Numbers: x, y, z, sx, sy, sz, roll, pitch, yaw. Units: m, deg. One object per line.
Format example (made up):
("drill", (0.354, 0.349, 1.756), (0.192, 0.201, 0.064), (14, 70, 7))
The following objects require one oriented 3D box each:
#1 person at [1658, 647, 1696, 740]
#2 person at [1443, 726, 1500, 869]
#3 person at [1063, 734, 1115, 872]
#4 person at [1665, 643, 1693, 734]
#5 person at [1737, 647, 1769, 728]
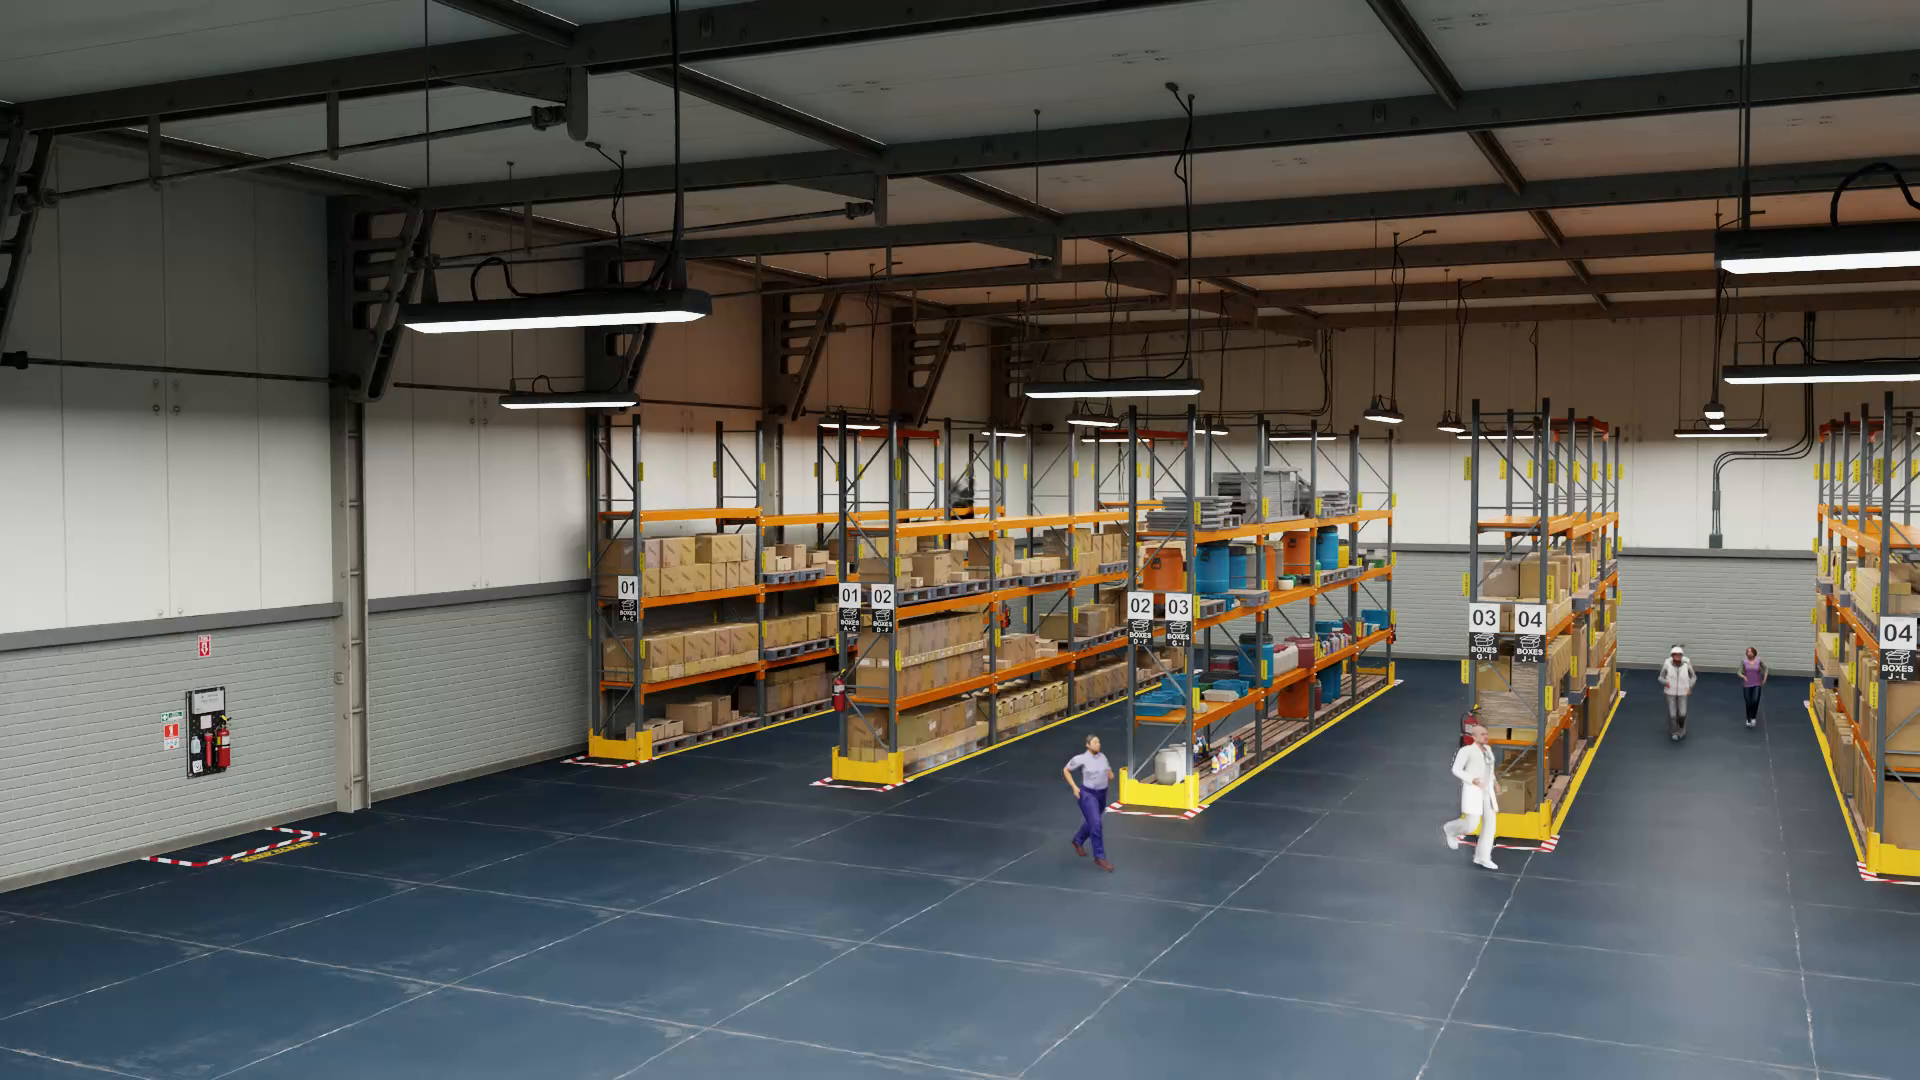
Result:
("person", (13.331, 2.863, 30.896), (0.668, 1.733, 0.569), (1, 2, 20))
("person", (6.621, 3.262, 21.313), (0.721, 1.769, 0.929), (-1, 3, -23))
("person", (1.674, 3.338, 21.113), (0.585, 1.584, 0.895), (-2, 3, -42))
("person", (13.842, 2.848, 32.077), (0.557, 1.732, 0.820), (1, 2, 18))
("person", (15.487, 2.875, 32.511), (0.545, 1.578, 0.629), (1, 3, 31))
